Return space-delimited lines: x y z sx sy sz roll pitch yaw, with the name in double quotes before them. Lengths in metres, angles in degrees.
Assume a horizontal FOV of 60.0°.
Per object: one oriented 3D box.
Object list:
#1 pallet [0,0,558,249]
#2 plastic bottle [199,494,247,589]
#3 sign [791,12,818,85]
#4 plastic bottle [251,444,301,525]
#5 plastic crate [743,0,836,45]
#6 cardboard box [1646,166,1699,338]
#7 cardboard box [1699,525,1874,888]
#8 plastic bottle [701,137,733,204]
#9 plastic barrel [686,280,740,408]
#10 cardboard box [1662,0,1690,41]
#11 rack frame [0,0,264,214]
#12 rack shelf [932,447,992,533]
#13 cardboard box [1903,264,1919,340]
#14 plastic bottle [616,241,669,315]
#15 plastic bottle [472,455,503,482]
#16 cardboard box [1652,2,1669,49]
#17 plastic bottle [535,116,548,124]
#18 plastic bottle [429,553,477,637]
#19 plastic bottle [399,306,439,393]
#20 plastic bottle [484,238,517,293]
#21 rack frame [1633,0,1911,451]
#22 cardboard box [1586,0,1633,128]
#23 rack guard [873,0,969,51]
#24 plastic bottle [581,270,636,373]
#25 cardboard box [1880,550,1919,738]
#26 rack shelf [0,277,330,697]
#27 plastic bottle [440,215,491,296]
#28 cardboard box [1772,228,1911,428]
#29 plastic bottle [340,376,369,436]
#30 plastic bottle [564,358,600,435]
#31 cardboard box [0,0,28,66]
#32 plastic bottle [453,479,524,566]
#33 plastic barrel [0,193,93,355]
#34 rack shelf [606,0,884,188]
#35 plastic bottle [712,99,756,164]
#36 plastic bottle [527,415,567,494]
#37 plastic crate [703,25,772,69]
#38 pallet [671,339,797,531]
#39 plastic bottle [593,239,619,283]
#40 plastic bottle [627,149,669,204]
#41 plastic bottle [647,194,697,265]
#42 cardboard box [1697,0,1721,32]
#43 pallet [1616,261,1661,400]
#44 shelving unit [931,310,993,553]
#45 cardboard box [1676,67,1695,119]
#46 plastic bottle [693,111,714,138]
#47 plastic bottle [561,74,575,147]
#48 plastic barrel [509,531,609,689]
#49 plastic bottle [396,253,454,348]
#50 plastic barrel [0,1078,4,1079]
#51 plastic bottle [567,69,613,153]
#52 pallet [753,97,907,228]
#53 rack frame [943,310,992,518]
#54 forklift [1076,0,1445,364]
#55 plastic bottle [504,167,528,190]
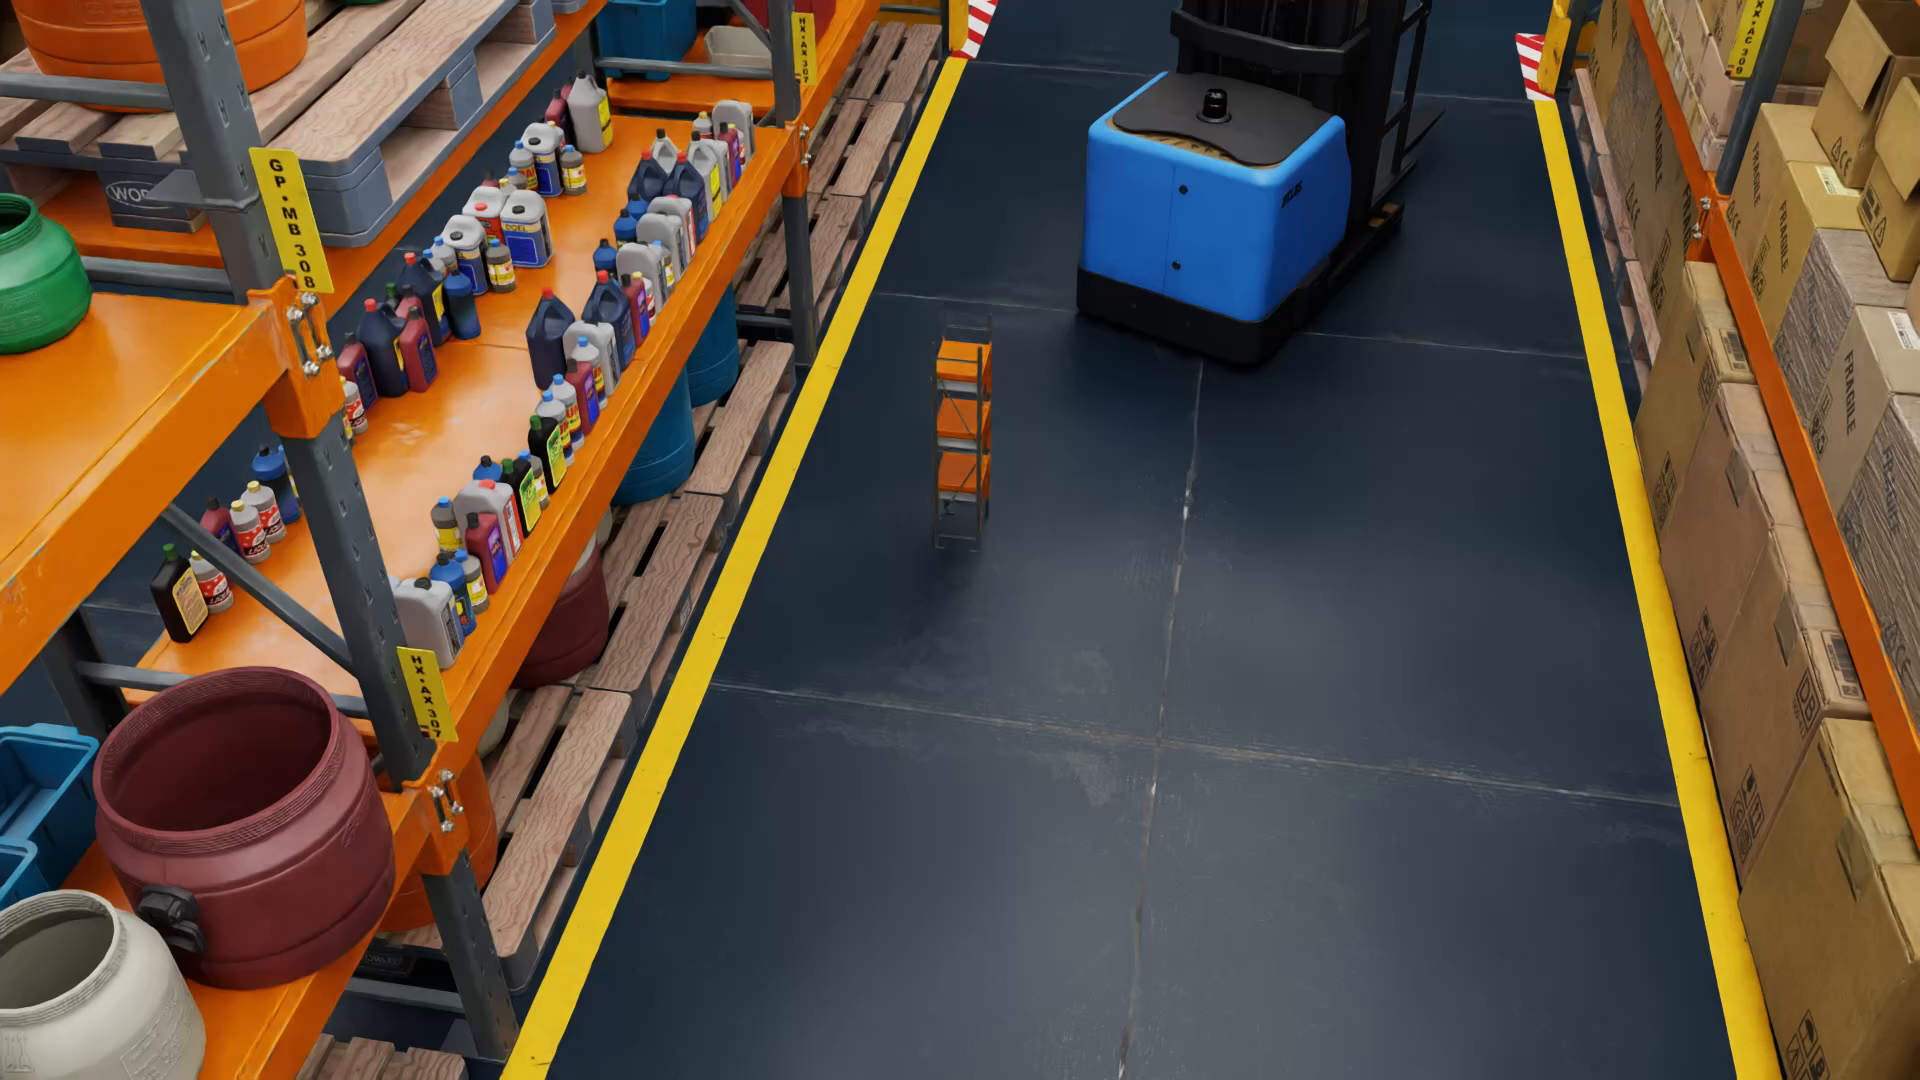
"pallet" -1.684 -1.145 4.075 1.003 0.211 1.213 6 40 8
"plastic bottle" -2.223 0.006 4.980 0.061 0.283 0.133 6 40 8
"sign" -0.679 -2.148 7.277 0.100 0.325 0.005 6 40 8
"plastic bottle" -2.152 -0.182 5.217 0.097 0.271 0.097 0 40 0
"plastic crate" -0.819 -2.684 8.045 0.402 0.464 0.583 6 40 8
"cardboard box" 3.850 -1.305 7.813 0.875 0.875 0.875 6 40 8
"cardboard box" 3.267 0.621 5.483 1.225 0.875 0.875 7 40 8
"plastic bottle" -1.034 -1.543 6.860 0.152 0.276 0.135 6 40 8
"plastic barrel" -1.332 -1.117 7.564 0.600 0.901 0.708 6 40 8
"cardboard box" 3.651 -2.565 7.883 0.500 0.250 0.500 7 40 9
"rack frame" -1.913 -1.905 2.492 1.000 3.000 0.127 6 40 8
"rack shelf" 0.009 -0.216 7.140 0.215 0.259 0.240 6 40 8
"cardboard box" 3.333 -0.759 4.949 0.797 0.503 0.637 8 40 9
"plastic bottle" -1.185 -0.997 6.199 0.152 0.276 0.135 6 40 8
"plastic bottle" -1.453 -0.146 5.174 0.097 0.271 0.097 0 40 0
"cardboard box" 3.609 -2.494 8.110 0.380 0.149 0.250 6 40 7
"plastic bottle" -1.746 -1.651 6.994 0.097 0.271 0.097 0 40 0
"plastic bottle" -1.473 0.151 4.814 0.097 0.271 0.097 0 40 0
"plastic bottle" -1.892 -0.666 5.793 0.061 0.283 0.133 6 40 8
"plastic bottle" -1.751 -1.049 6.321 0.097 0.201 0.097 0 40 0
"rack frame" 3.657 -1.557 6.779 1.000 3.000 0.127 6 40 8
"cardboard box" 4.318 -3.000 9.862 0.875 0.875 0.875 6 40 8
"rack guard" -0.537 -3.667 11.293 1.175 0.500 0.348 6 40 8
"plastic bottle" -1.248 -0.780 5.878 0.144 0.351 0.185 6 40 8
"cardboard box" 2.899 0.265 4.496 0.500 0.500 0.500 6 40 7
"rack shelf" -2.259 0.784 2.159 1.077 0.370 4.000 6 40 8
"plastic bottle" -1.877 -1.080 6.300 0.152 0.276 0.135 6 40 8
"cardboard box" 3.158 -0.705 5.670 0.500 0.500 0.500 6 40 7
"plastic bottle" -2.067 -0.460 5.608 0.097 0.201 0.097 0 40 0
"plastic bottle" -1.275 -0.504 5.597 0.061 0.283 0.133 6 40 8
"cardboard box" -5.779 -3.039 10.185 0.797 0.503 0.637 6 40 8
"plastic bottle" -1.440 -0.071 5.080 0.152 0.276 0.135 6 40 8
"plastic barrel" -1.905 -0.528 3.303 0.294 0.245 0.294 0 40 0
"rack shelf" -0.875 -3.081 9.187 1.077 0.370 4.000 6 40 8
"plastic bottle" -0.971 -1.772 7.137 0.152 0.276 0.135 6 40 8
"plastic bottle" -1.332 -0.298 5.348 0.061 0.283 0.133 6 40 8
"plastic crate" -1.000 -2.301 7.839 0.396 0.136 0.243 6 40 8
"pallet" -1.395 -0.549 7.748 1.003 0.211 1.213 6 40 8
"plastic bottle" -1.311 -0.997 6.203 0.097 0.271 0.097 0 40 0
"plastic bottle" -1.232 -1.371 6.593 0.144 0.351 0.185 6 40 8
"plastic bottle" -1.121 -1.227 6.477 0.152 0.276 0.135 6 40 8
"cardboard box" 3.564 -2.535 7.258 0.500 0.500 0.500 7 40 8
"pallet" 3.866 -0.951 8.235 1.003 0.211 1.213 6 40 8
"shelving unit" 0.009 -0.438 6.956 0.215 1.050 0.252 6 40 8
"cardboard box" 3.476 -2.010 7.525 0.380 0.149 0.250 6 40 7
"plastic bottle" -1.097 -1.746 7.163 0.097 0.201 0.097 0 40 0
"plastic bottle" -1.705 -1.875 7.256 0.061 0.283 0.133 6 40 8
"plastic barrel" -1.650 0.157 6.269 0.600 0.588 0.708 6 40 8
"plastic bottle" -1.942 -0.887 6.008 0.144 0.351 0.185 6 40 8
"plastic barrel" -1.954 1.298 3.239 0.421 0.512 0.421 0 40 0
"plastic bottle" -1.608 -1.874 7.201 0.144 0.351 0.185 6 40 8
"pallet" -0.923 -2.262 9.820 1.003 0.211 1.213 6 40 8
"rack frame" 0.030 -0.515 7.049 0.200 1.050 0.008 6 40 8
"forklift" 1.831 -2.902 8.459 1.130 2.935 3.031 23 45 25
"plastic bottle" -1.803 -1.418 6.767 0.097 0.201 0.097 0 40 0
